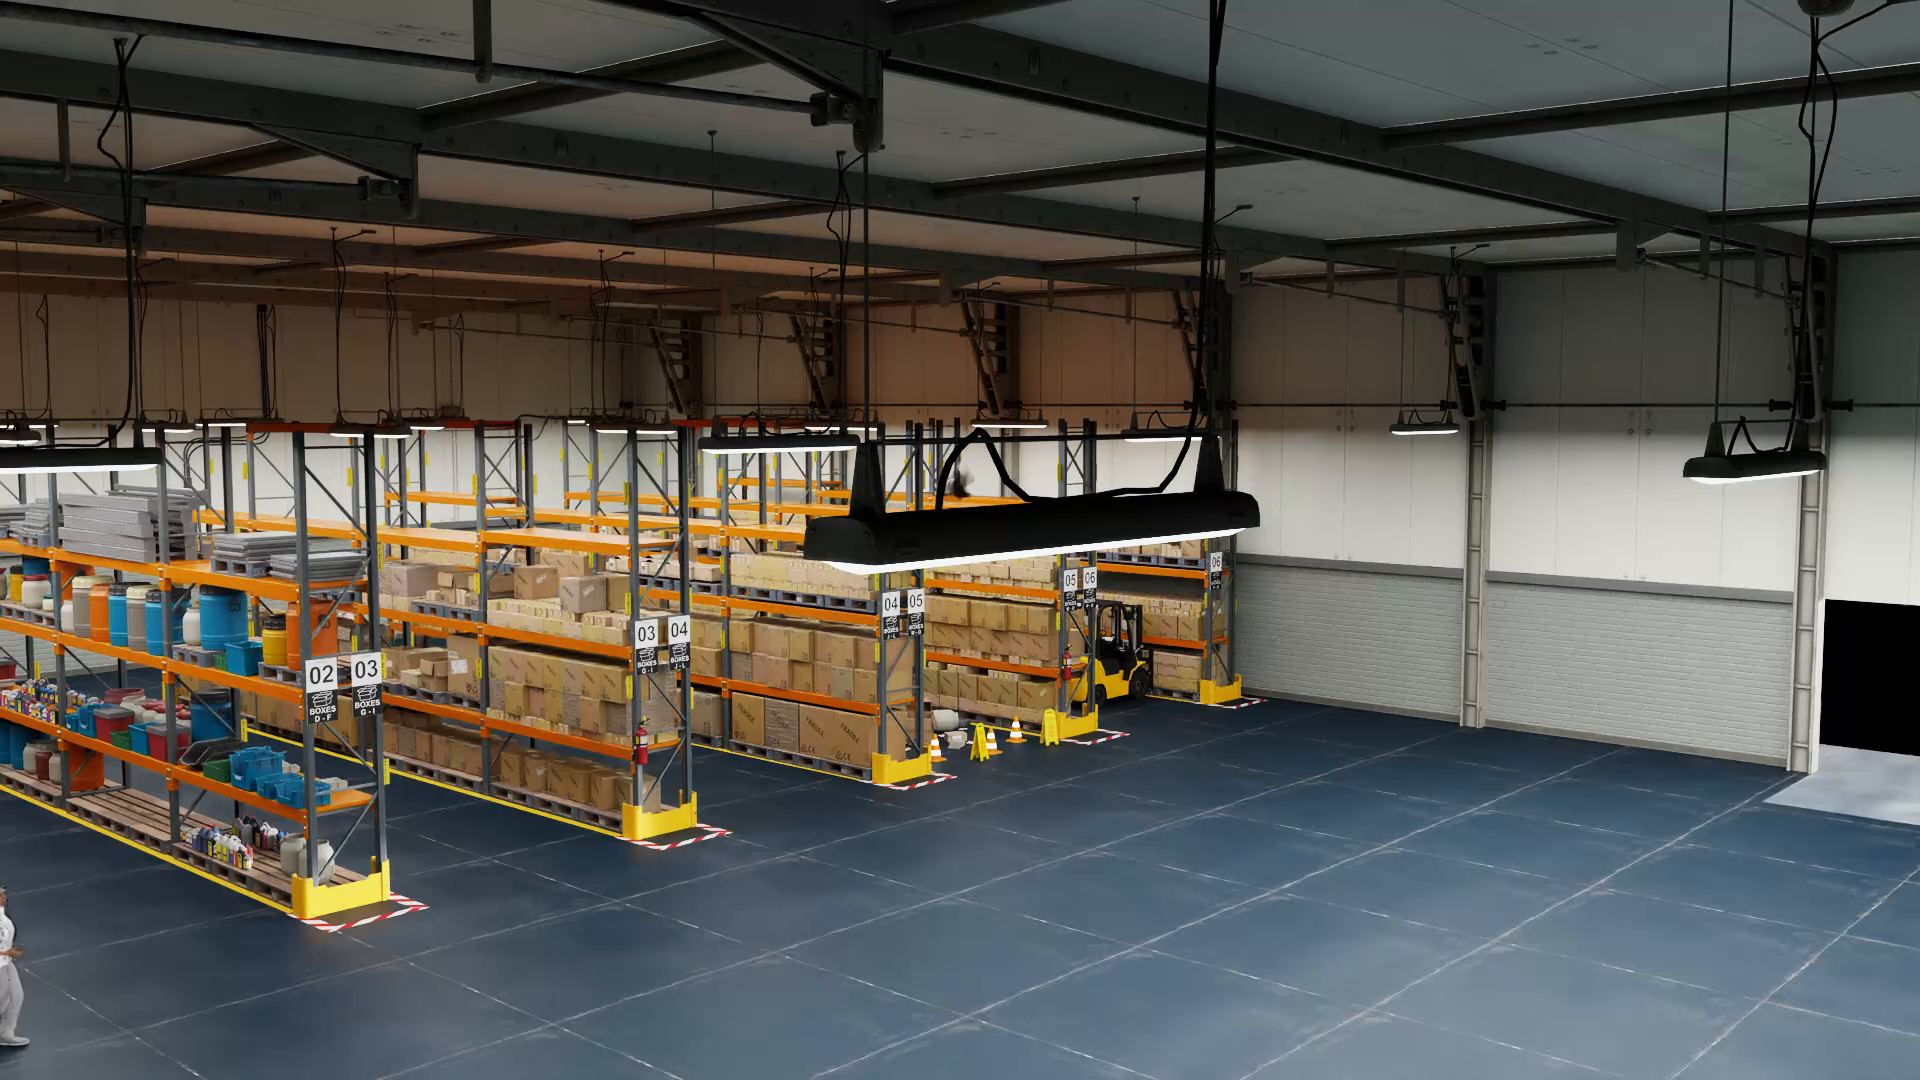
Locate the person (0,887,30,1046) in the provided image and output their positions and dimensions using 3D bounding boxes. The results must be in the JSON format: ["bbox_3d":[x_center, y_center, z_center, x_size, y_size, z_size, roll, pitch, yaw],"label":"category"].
[{"bbox_3d":[-9.418,4.160,16.353,0.482,1.664,0.613,-1,5,-16],"label":"person"}]

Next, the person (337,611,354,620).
[{"bbox_3d":[-14.212,2.334,38.435,0.677,1.823,0.773,1,5,9],"label":"person"}]

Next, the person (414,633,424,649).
[{"bbox_3d":[-13.007,2.205,39.981,0.597,1.704,0.660,-1,5,-16],"label":"person"}]
